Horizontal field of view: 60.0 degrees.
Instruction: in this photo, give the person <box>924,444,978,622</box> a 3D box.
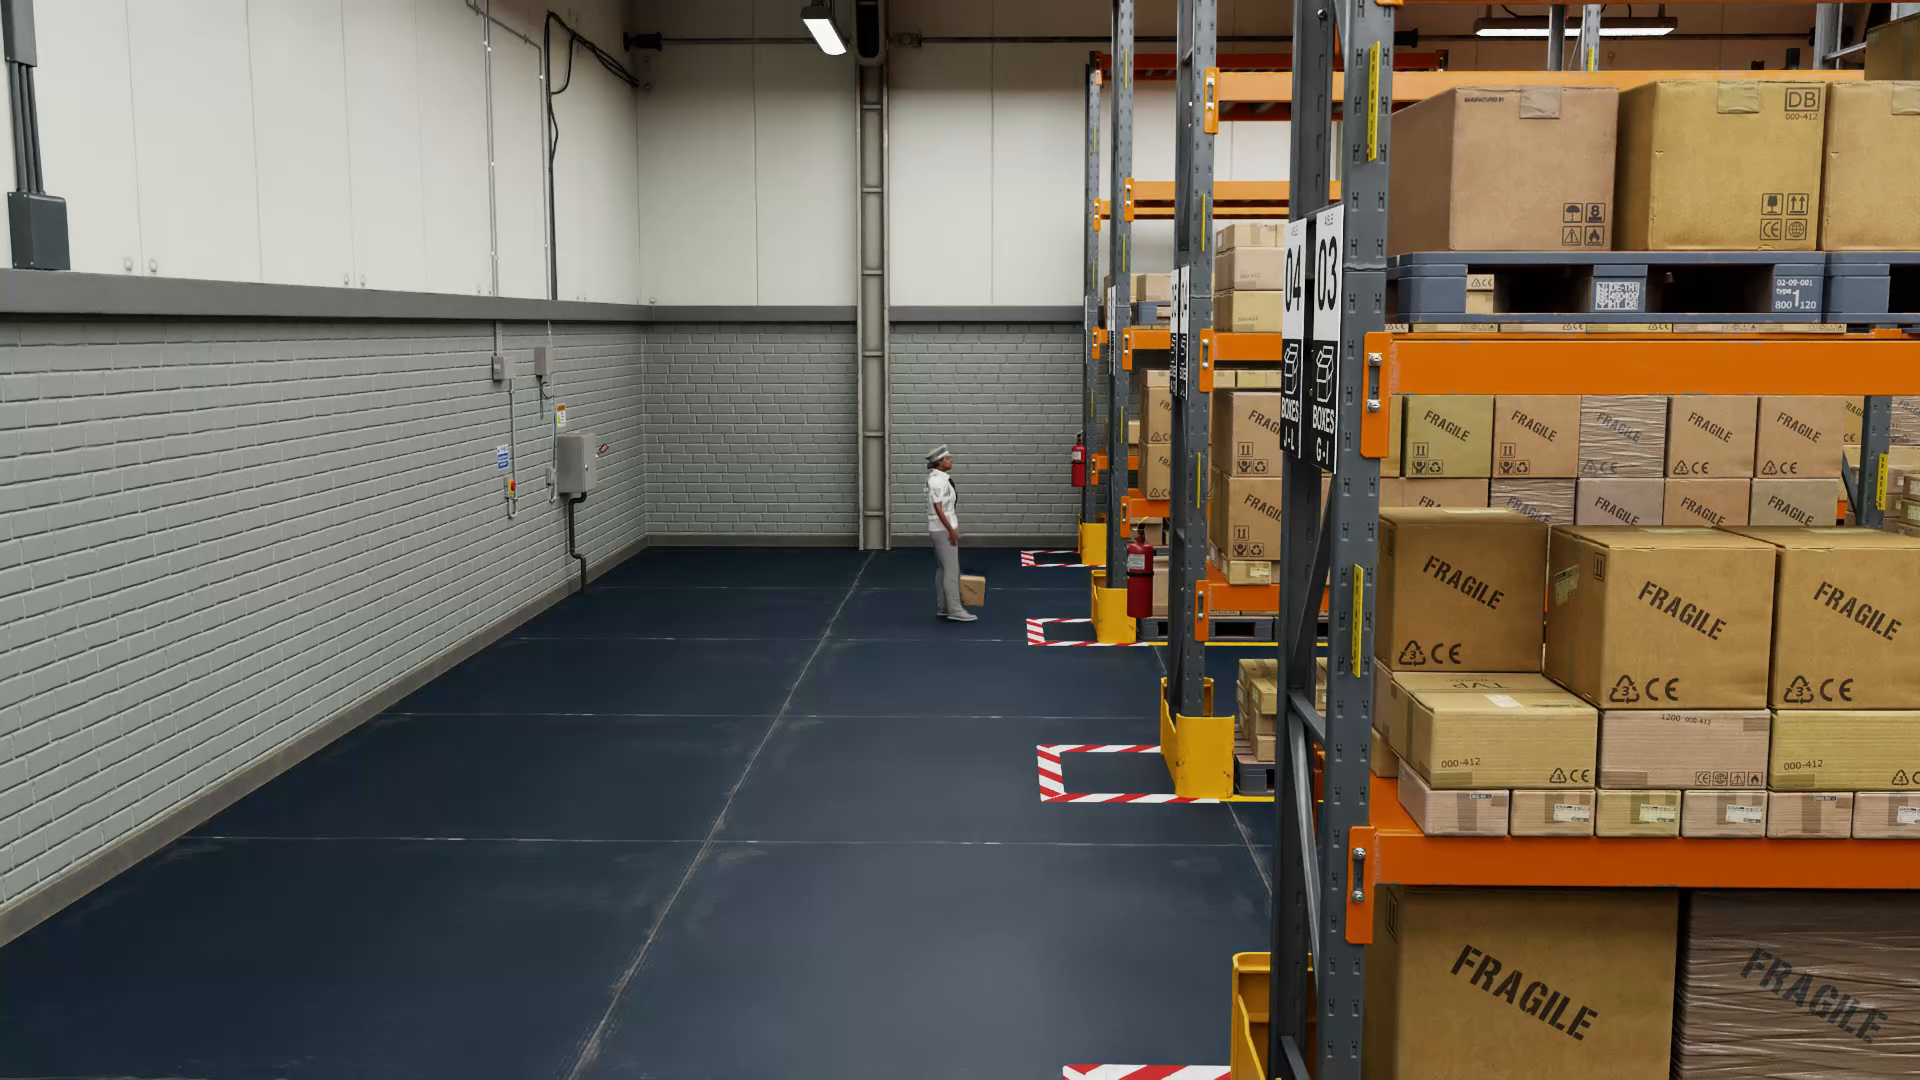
[{"bbox_3d":[-0.089,-0.085,16.231,0.530,1.697,0.558,0,7,1],"label":"person"}]
